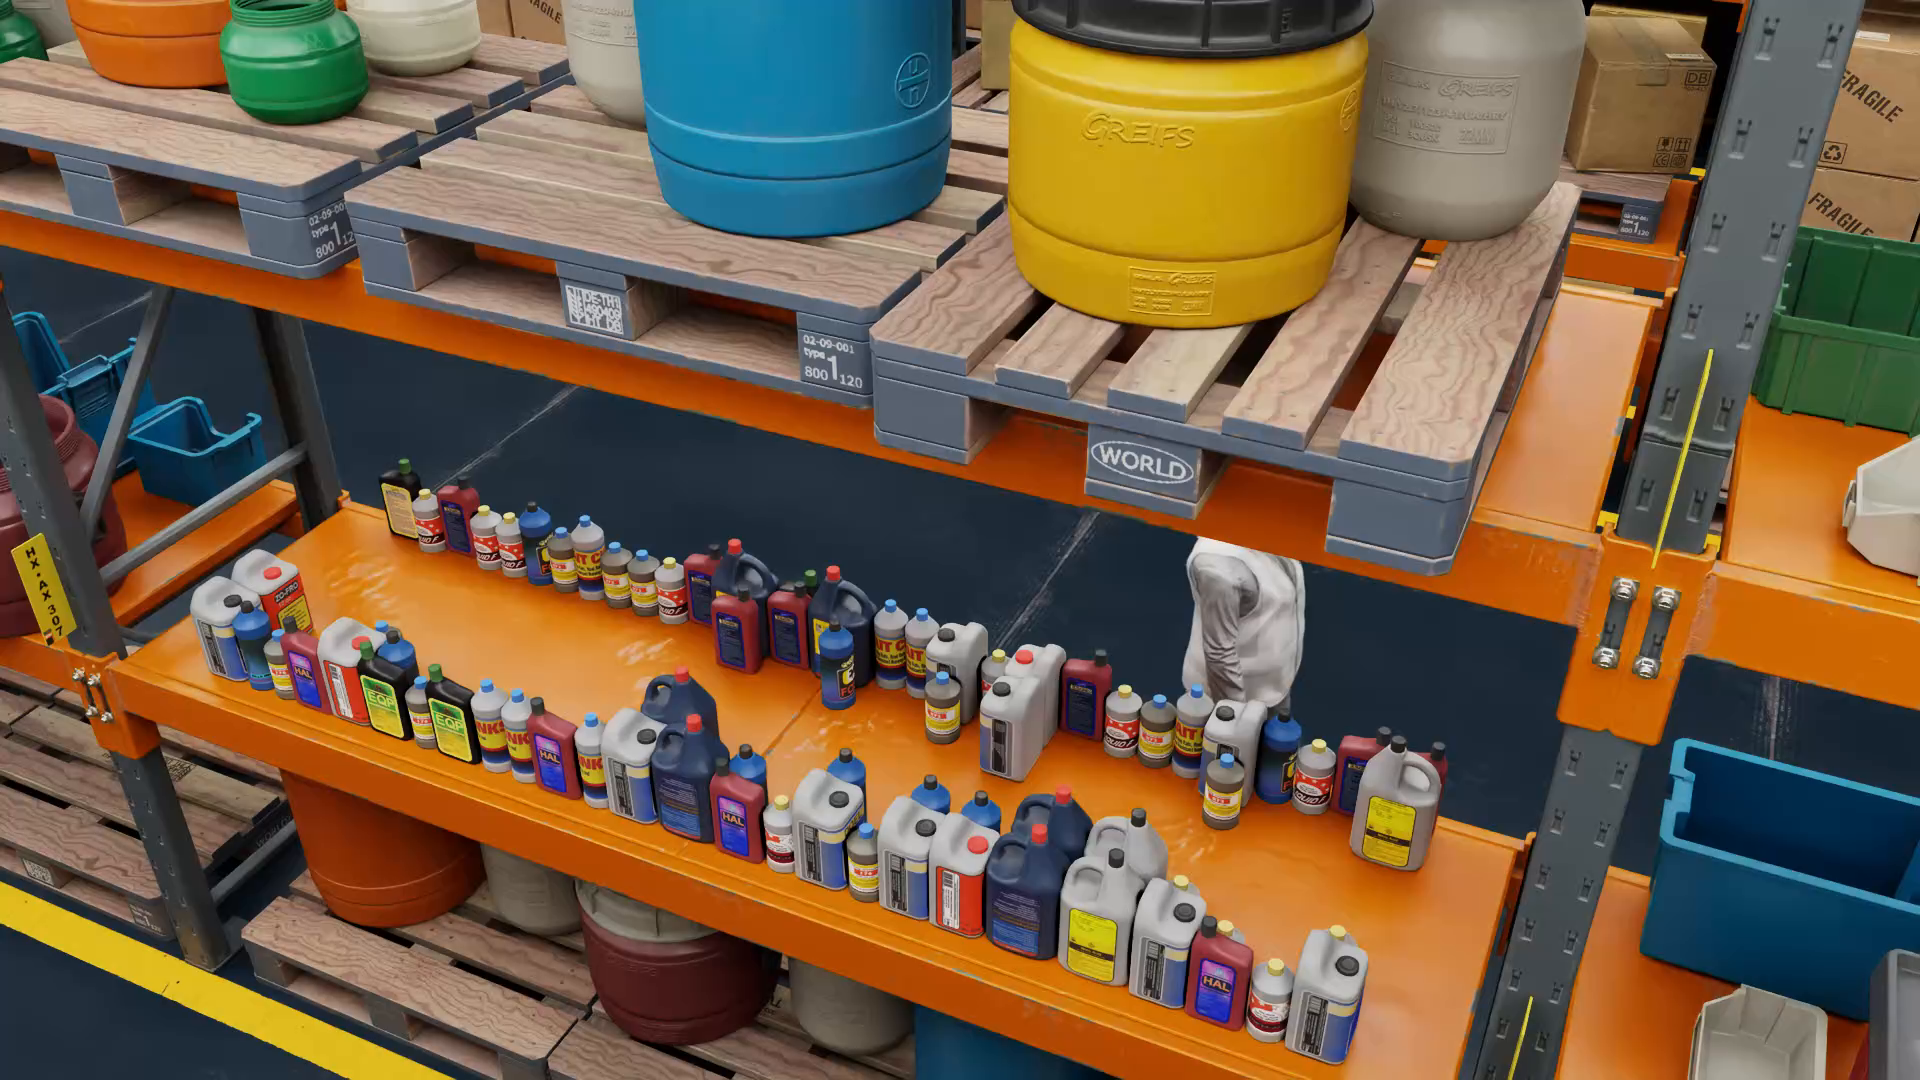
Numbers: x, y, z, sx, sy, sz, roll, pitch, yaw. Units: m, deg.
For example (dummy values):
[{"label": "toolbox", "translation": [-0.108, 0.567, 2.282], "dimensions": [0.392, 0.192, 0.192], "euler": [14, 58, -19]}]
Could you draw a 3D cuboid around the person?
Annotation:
[{"label": "person", "translation": [0.950, 0.456, 5.417], "dimensions": [0.683, 1.767, 0.555], "euler": [15, 36, 21]}]
